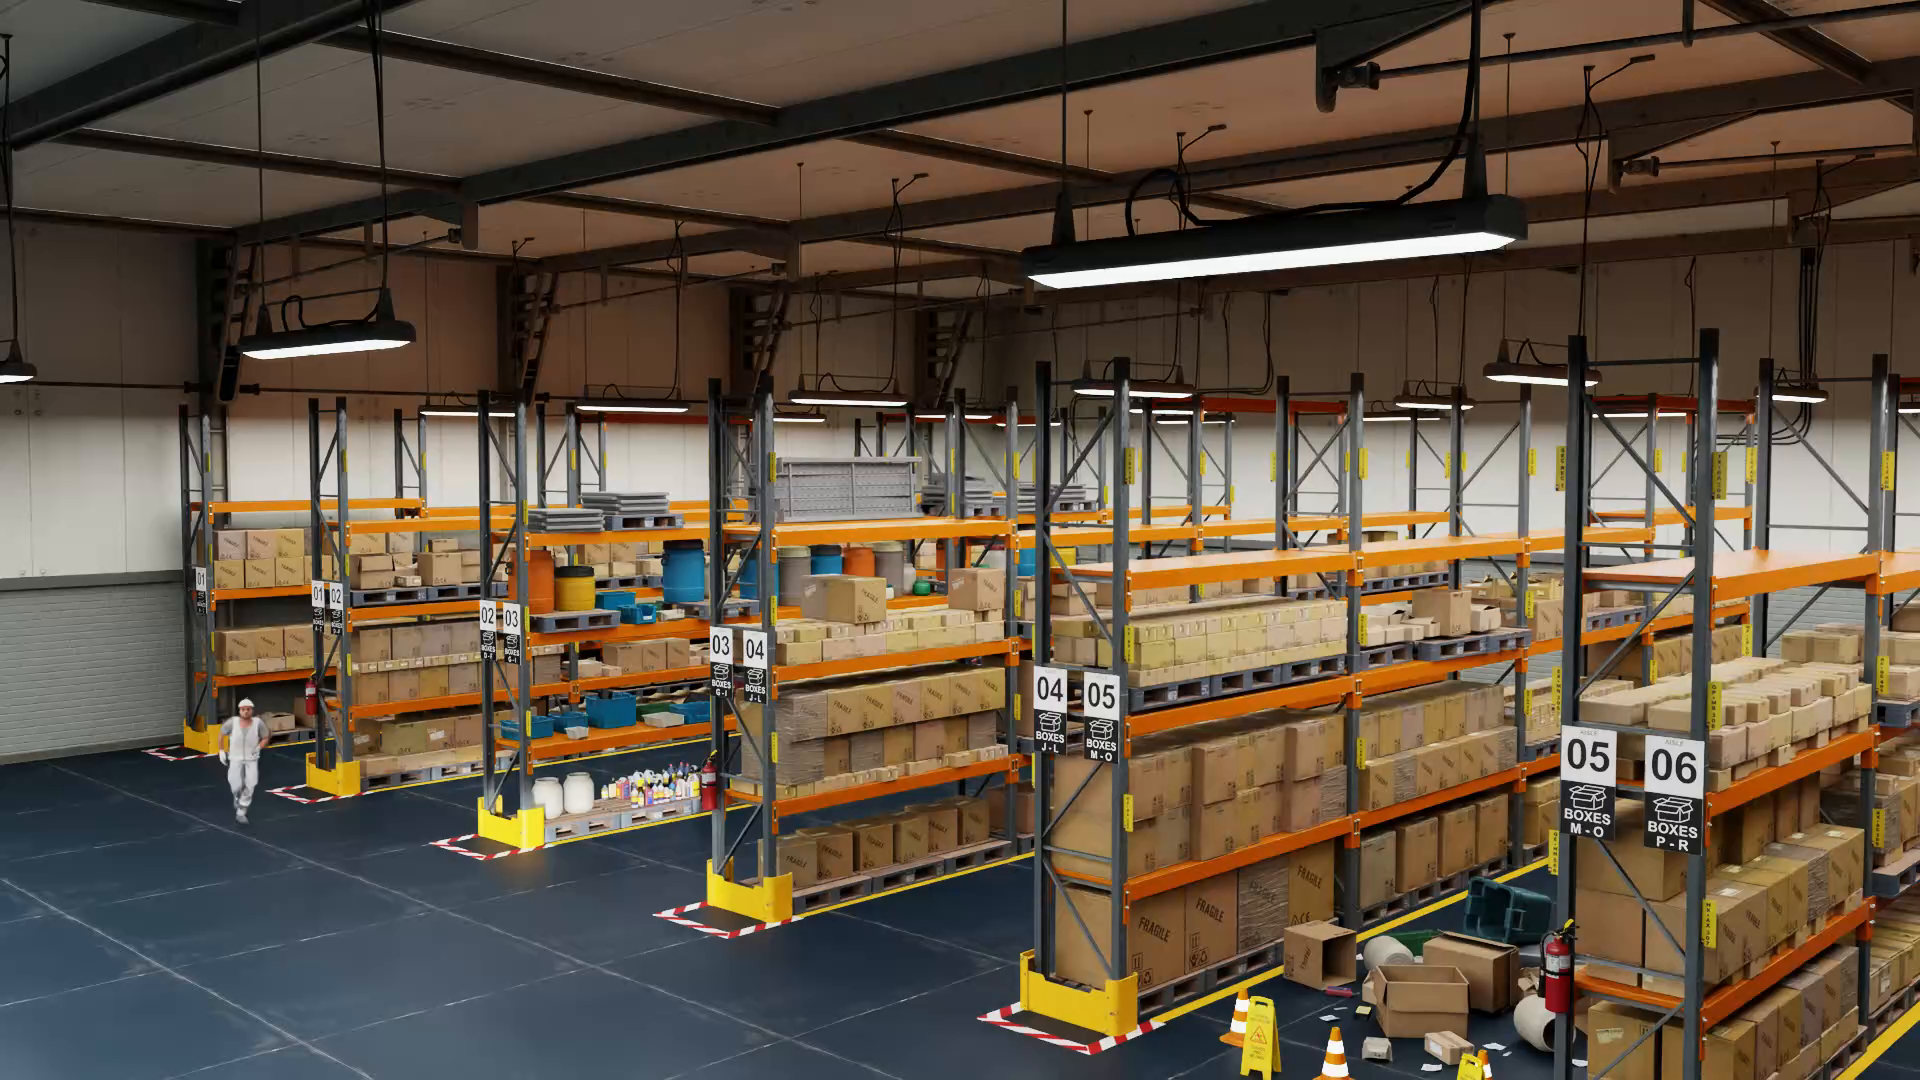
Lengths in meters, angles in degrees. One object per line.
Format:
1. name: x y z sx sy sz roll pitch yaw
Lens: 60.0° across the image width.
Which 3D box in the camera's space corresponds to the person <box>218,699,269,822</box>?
1. person: -9.987 3.078 23.195 0.660 1.730 0.637 -1 3 -25
